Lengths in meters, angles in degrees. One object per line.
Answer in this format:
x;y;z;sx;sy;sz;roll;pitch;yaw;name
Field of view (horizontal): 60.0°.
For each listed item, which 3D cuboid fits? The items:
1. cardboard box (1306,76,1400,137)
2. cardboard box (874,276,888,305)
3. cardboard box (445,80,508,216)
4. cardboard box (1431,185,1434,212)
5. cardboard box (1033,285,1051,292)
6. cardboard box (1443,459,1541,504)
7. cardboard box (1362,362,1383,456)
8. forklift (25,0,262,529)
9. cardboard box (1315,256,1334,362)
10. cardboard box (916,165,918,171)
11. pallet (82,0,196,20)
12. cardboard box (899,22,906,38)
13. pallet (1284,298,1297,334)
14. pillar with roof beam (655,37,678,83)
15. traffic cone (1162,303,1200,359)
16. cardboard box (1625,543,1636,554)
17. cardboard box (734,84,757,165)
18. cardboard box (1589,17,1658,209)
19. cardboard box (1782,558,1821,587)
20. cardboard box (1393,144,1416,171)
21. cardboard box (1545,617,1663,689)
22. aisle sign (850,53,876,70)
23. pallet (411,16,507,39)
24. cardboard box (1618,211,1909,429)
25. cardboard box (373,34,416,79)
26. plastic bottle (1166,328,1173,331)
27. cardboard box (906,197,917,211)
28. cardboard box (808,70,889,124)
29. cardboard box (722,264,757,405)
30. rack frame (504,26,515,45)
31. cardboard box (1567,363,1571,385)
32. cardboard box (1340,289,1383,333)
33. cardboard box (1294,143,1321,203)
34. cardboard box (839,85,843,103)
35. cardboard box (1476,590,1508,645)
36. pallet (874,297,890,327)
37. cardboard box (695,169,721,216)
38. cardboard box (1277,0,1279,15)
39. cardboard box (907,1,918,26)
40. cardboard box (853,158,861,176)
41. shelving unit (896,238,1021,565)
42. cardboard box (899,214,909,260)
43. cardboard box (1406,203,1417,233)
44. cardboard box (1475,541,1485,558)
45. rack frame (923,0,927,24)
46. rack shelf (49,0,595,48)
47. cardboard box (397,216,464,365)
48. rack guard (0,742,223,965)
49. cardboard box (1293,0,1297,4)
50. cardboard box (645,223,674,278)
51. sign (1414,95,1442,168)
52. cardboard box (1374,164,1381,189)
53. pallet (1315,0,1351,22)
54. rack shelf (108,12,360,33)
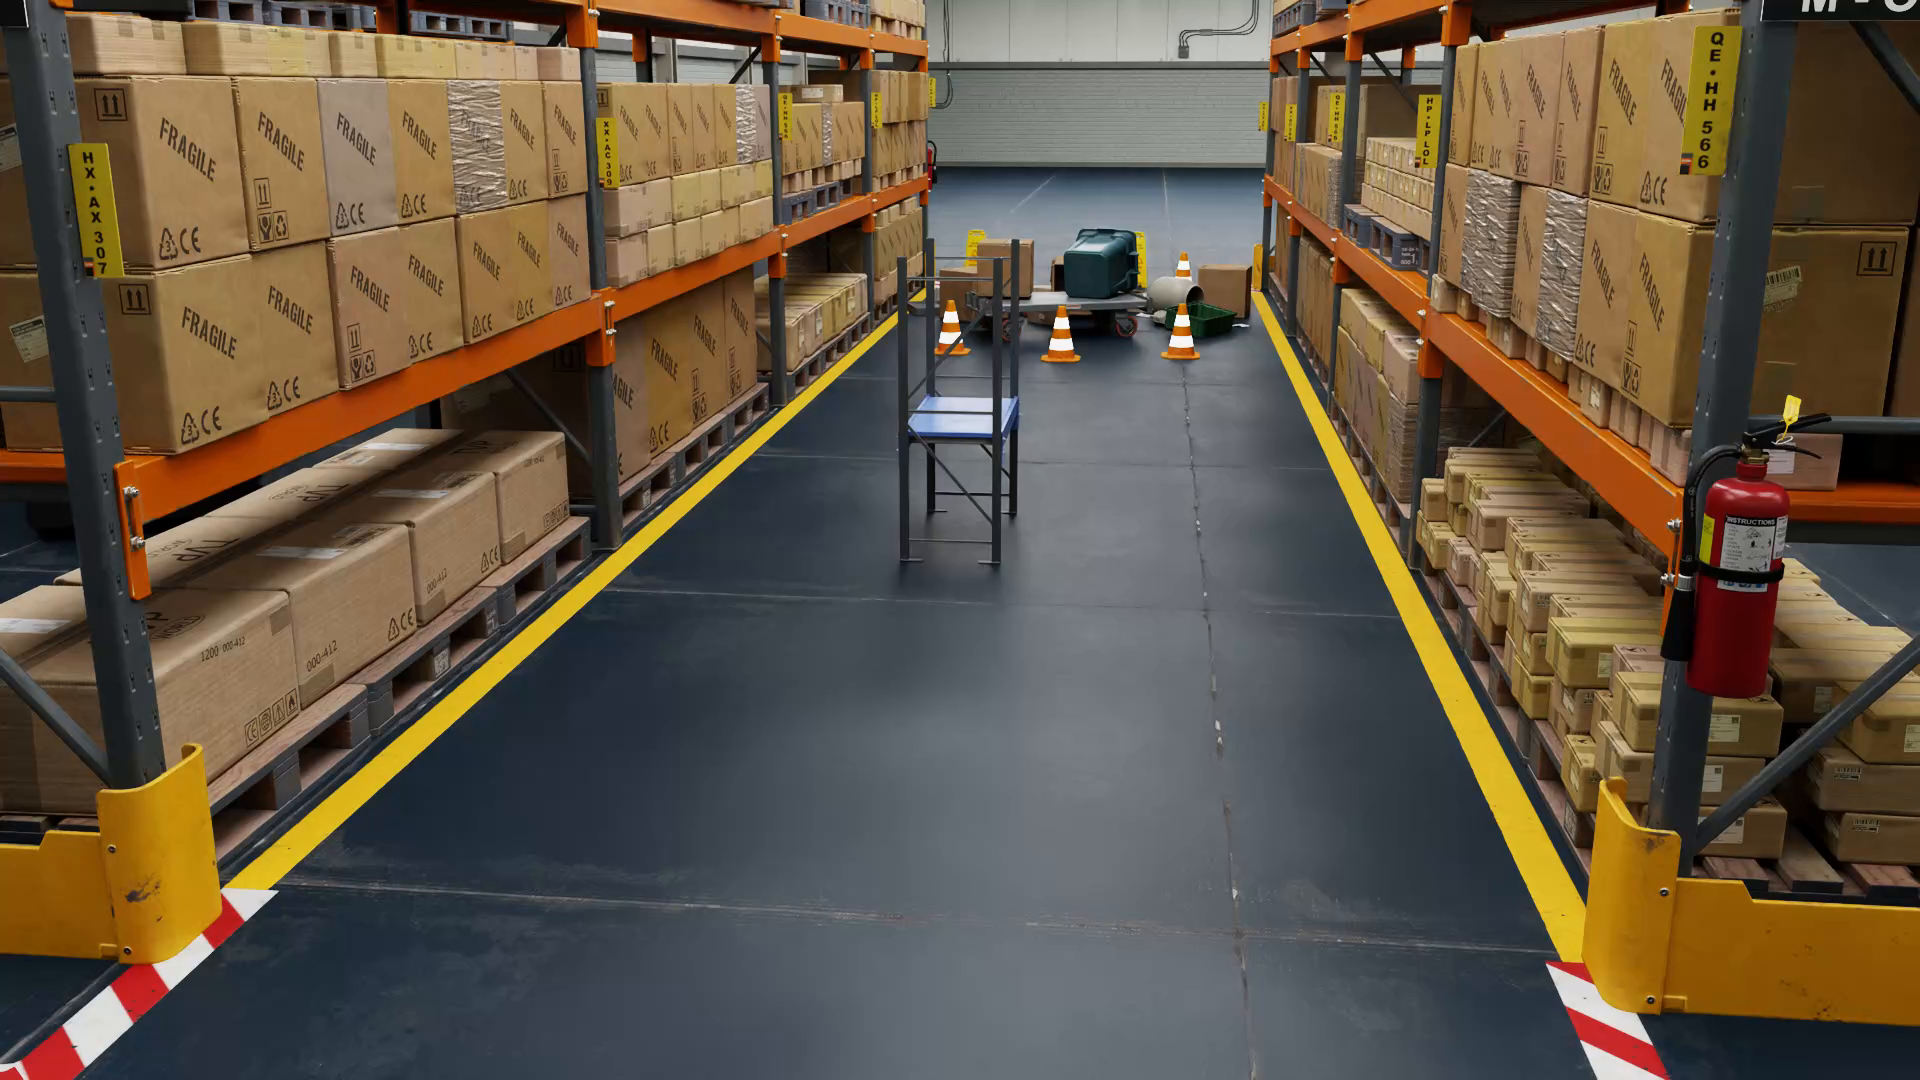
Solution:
3.671;-4.057;15.564;0.875;0.550;0.550;2;15;6;cardboard box
-1.000;-2.509;16.657;0.500;0.250;0.500;1;15;4;cardboard box
-2.129;-1.550;6.542;0.500;0.500;0.500;2;15;7;cardboard box
2.570;-1.696;8.296;0.380;0.149;0.250;2;15;7;cardboard box
0.976;-2.750;18.548;0.380;0.149;0.250;11;19;35;cardboard box
2.358;-0.255;7.375;0.380;0.149;0.250;2;15;9;cardboard box
2.646;-0.755;9.693;0.500;0.500;0.500;1;15;5;cardboard box
-4.816;-1.814;9.754;1.130;2.935;3.031;-5;16;-18;forklift
3.397;-1.830;13.189;1.050;0.750;0.750;2;15;7;cardboard box
-0.681;-4.166;18.805;0.380;0.149;0.250;1;15;5;cardboard box
-6.730;-4.132;12.810;1.213;0.211;1.003;2;15;9;pallet
-0.774;-5.352;17.443;0.380;0.149;0.250;2;15;6;cardboard box
3.759;-2.218;16.459;1.003;0.211;1.213;2;15;6;pallet
-1.158;-10.399;29.878;9.100;9.000;0.400;2;15;6;pillar with roof beam
1.944;-1.841;14.583;0.336;0.463;0.334;2;15;6;traffic cone
2.807;0.096;6.646;0.380;0.149;0.250;2;15;8;cardboard box
-1.634;-2.707;10.819;0.500;0.500;0.500;2;15;7;cardboard box
2.103;-1.188;4.634;0.500;0.500;0.500;1;15;4;cardboard box
2.767;0.162;5.834;0.380;0.149;0.250;2;15;7;cardboard box
2.753;-2.245;9.755;0.380;0.149;0.250;2;15;8;cardboard box
2.038;0.351;5.136;0.380;0.149;0.250;1;15;5;cardboard box
-1.184;-5.806;19.407;0.394;0.787;0.004;2;15;6;aisle sign
-5.921;-5.894;19.135;1.003;0.211;1.213;2;15;6;pallet
2.036;-0.572;4.271;0.500;0.500;0.500;2;15;7;cardboard box
-2.156;-1.705;5.871;0.380;0.149;0.250;1;15;5;cardboard box
2.127;-2.066;16.187;0.133;0.061;0.283;-6;16;-23;plastic bottle
-0.689;-3.764;18.618;0.380;0.149;0.250;2;15;8;cardboard box
-1.069;-4.271;16.032;0.700;0.500;0.500;2;15;6;cardboard box
-1.946;-1.451;11.549;0.875;0.875;0.875;2;15;6;cardboard box
-5.815;-4.671;20.190;1.000;3.000;0.127;2;15;6;rack frame
2.230;-0.560;5.466;0.380;0.149;0.250;1;15;4;cardboard box
2.826;-1.518;11.076;0.500;0.250;0.500;1;15;4;cardboard box
3.269;-3.289;14.886;0.500;0.500;0.500;2;15;7;cardboard box
-1.227;-3.891;14.495;0.380;0.149;0.250;1;15;5;cardboard box
2.226;0.302;6.455;0.380;0.149;0.250;1;15;5;cardboard box
-1.294;-2.317;16.828;1.003;0.211;1.213;2;15;6;pallet
-1.738;-2.086;9.958;0.500;0.250;0.500;1;15;5;cardboard box
3.633;-5.773;18.005;0.380;0.149;0.250;2;15;6;cardboard box
-0.744;-5.774;18.241;0.500;0.250;0.500;1;15;5;cardboard box
-1.118;-3.428;15.271;0.380;0.149;0.250;2;15;7;cardboard box
0.010;-0.746;8.548;0.538;1.500;1.048;2;15;6;shelving unit
-0.834;-3.282;18.078;0.500;0.500;0.500;1;15;5;cardboard box
2.654;-1.753;9.077;0.380;0.149;0.250;1;15;4;cardboard box
2.370;0.023;6.918;0.380;0.149;0.250;1;15;3;cardboard box
-0.883;-7.422;18.870;1.000;3.000;0.127;2;15;6;rack frame
-2.463;-1.995;5.927;1.077;0.370;4.000;2;15;6;rack shelf
-2.204;-0.934;6.179;0.500;0.500;0.500;2;15;8;cardboard box
-2.691;0.837;4.609;1.175;0.500;0.348;2;15;6;rack guard
3.375;-5.183;15.821;0.380;0.149;0.250;2;15;7;cardboard box
-1.868;-1.582;9.052;0.500;0.250;0.500;1;15;5;cardboard box
2.141;-1.868;7.607;0.100;0.325;0.005;2;15;6;sign
2.835;-2.297;10.518;0.380;0.149;0.250;1;15;5;cardboard box
3.287;-4.147;12.867;1.003;0.211;1.213;2;15;9;pallet
-6.492;-4.216;14.137;1.077;0.370;4.000;2;15;6;rack shelf
